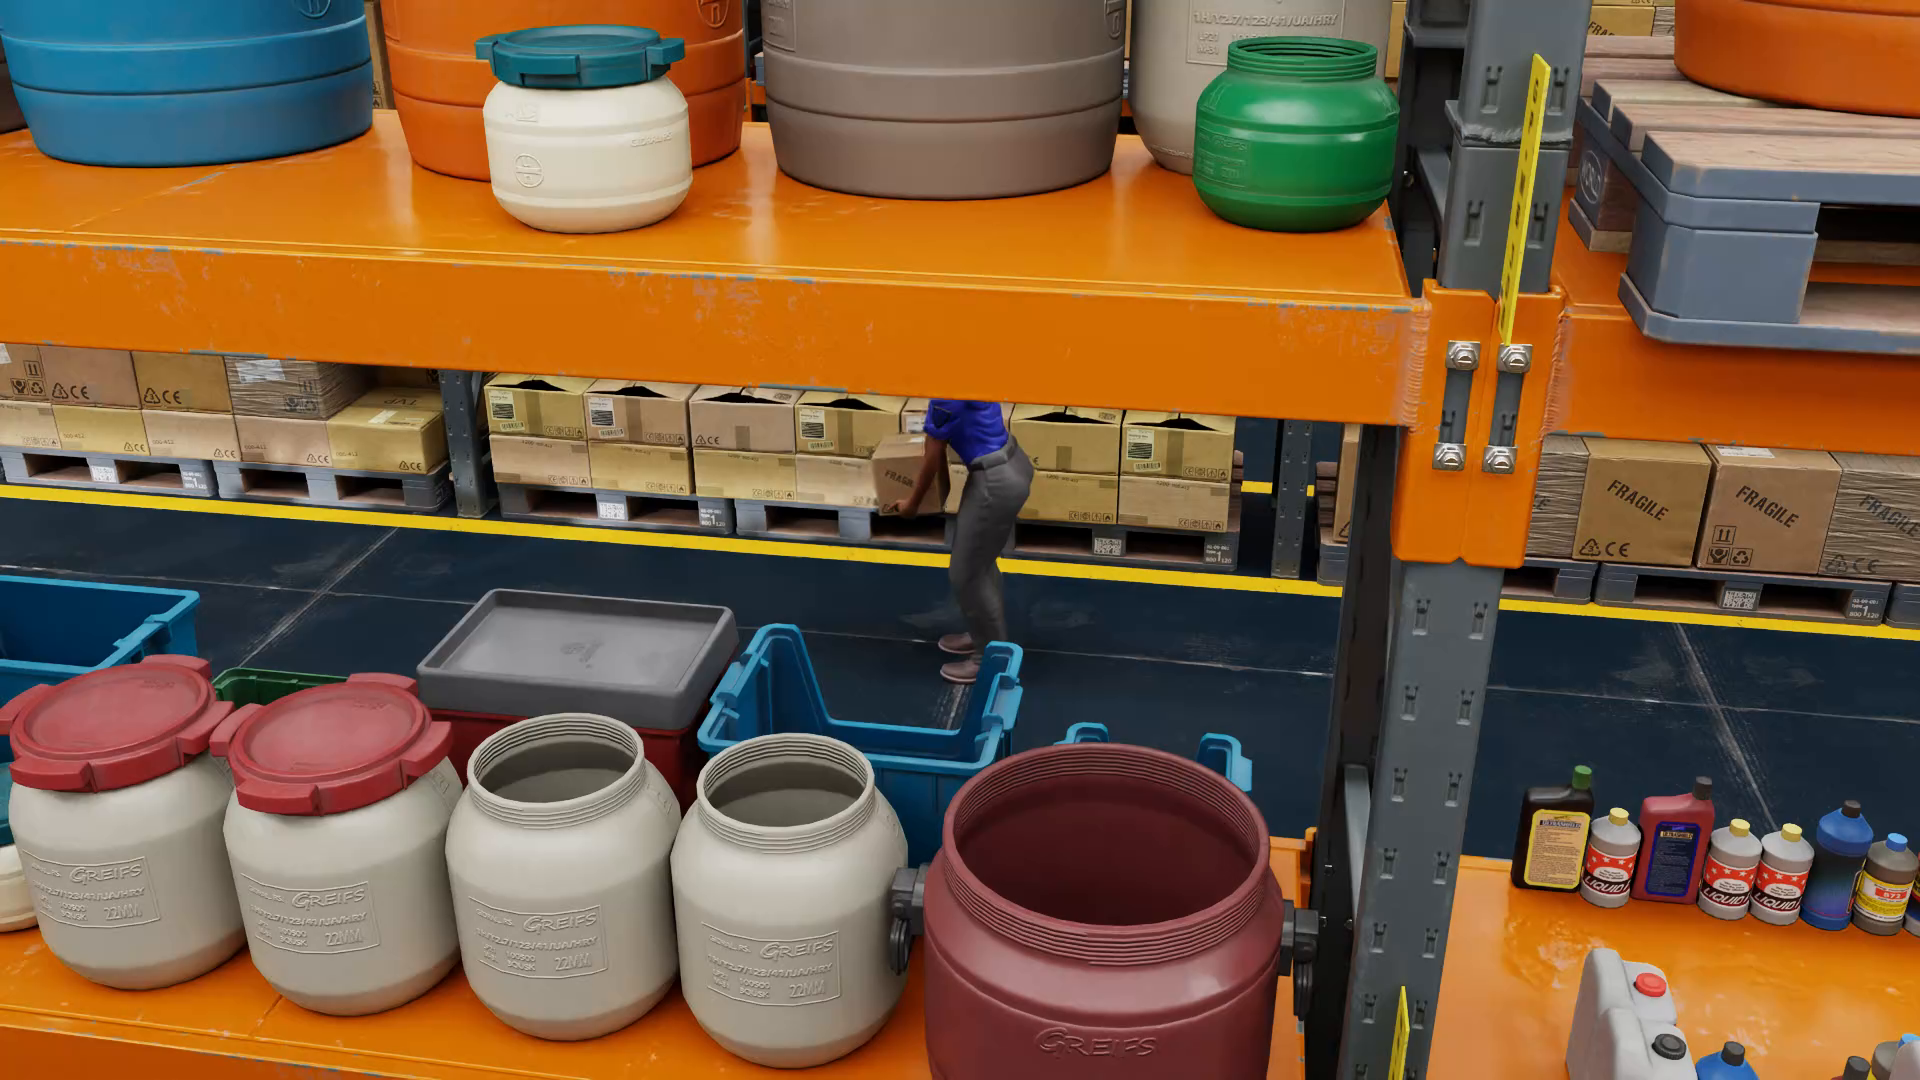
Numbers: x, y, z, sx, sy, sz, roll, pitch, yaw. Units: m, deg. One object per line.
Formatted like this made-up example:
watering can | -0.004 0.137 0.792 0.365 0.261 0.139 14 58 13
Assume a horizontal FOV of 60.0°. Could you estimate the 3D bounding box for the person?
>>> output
person | 0.007 -0.205 6.633 0.561 1.599 0.408 4 25 8
